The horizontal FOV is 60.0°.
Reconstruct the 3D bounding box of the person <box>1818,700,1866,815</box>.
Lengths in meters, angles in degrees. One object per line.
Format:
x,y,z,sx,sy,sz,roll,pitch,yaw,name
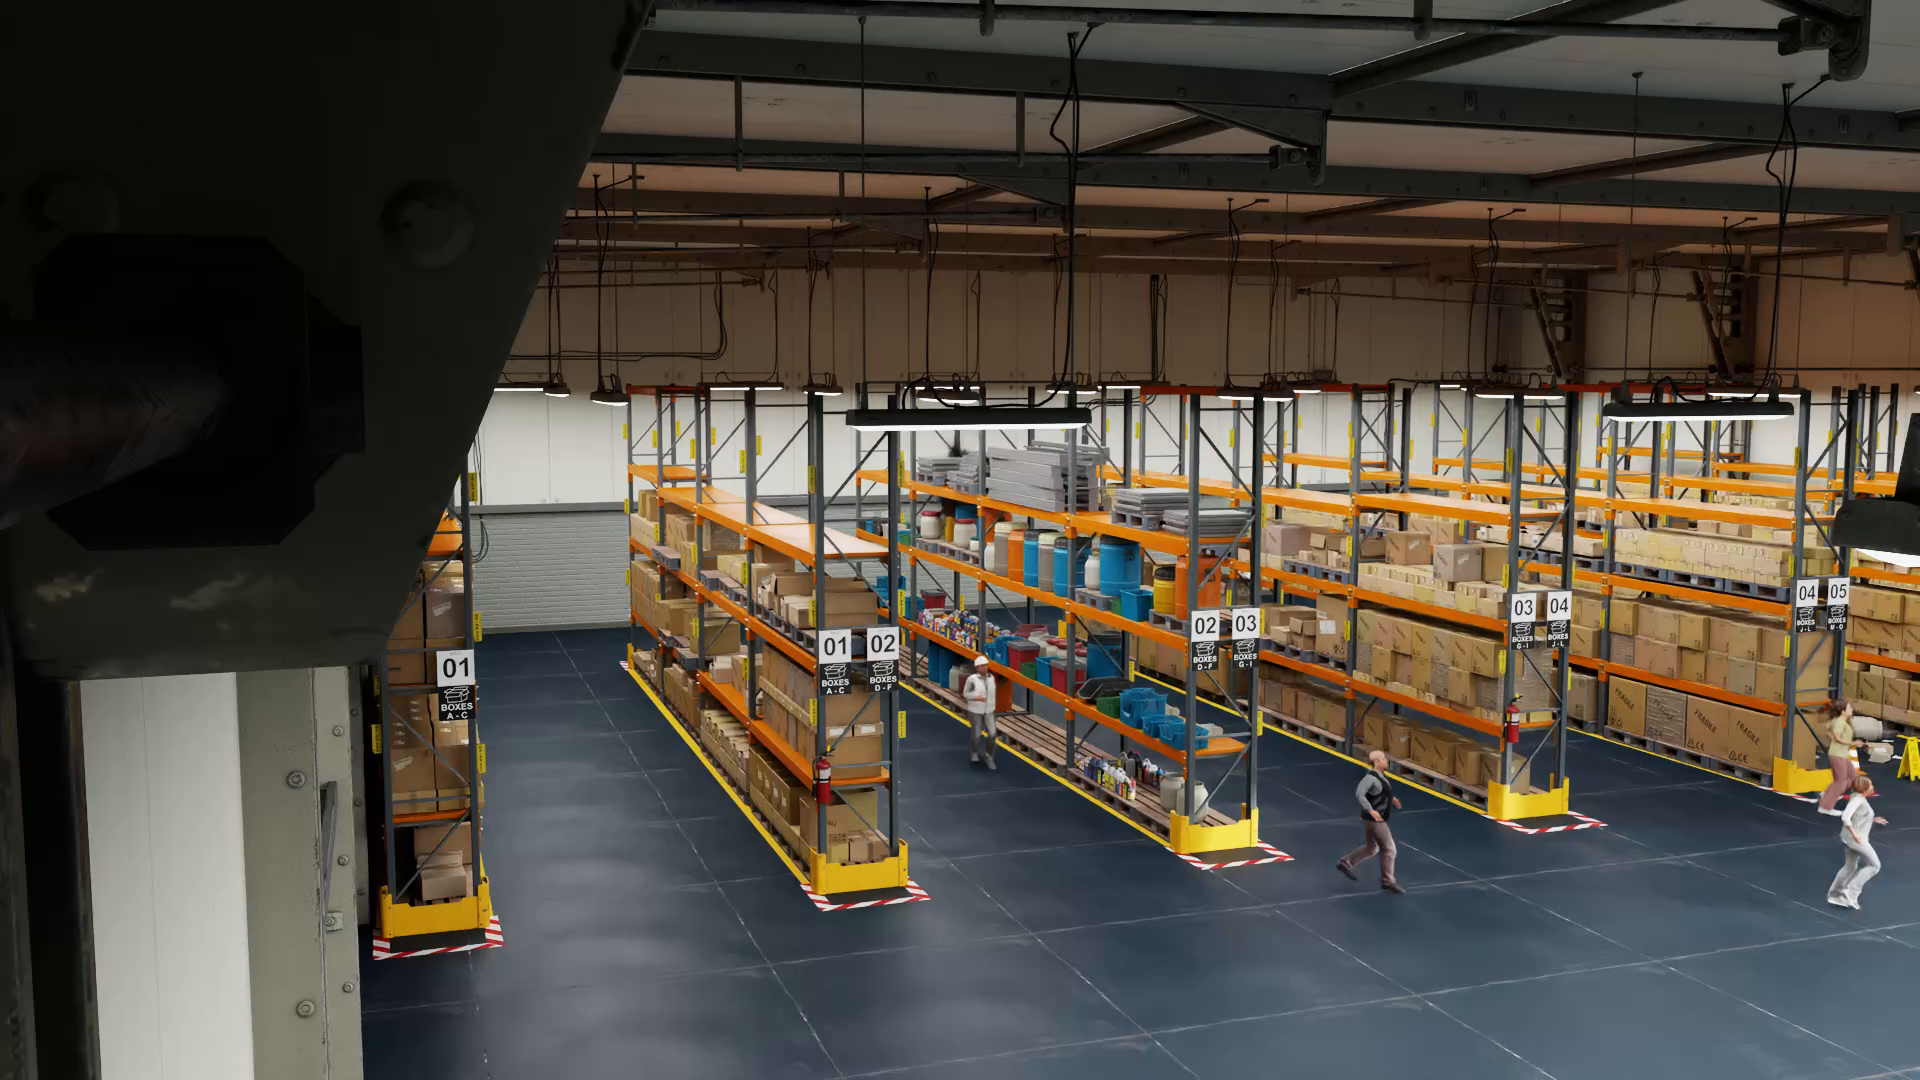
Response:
12.547,3.084,23.638,0.553,1.624,0.594,3,7,28,person

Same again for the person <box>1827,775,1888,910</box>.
10.537,3.533,19.486,0.622,1.578,0.512,2,6,15,person

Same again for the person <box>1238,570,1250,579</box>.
6.838,1.335,40.711,0.542,1.615,0.647,-5,8,-40,person

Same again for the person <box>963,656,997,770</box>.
0.338,2.745,26.373,0.638,1.828,0.763,-2,6,-18,person

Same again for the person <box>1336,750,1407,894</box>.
5.001,3.397,20.159,0.857,1.721,0.670,2,6,19,person
